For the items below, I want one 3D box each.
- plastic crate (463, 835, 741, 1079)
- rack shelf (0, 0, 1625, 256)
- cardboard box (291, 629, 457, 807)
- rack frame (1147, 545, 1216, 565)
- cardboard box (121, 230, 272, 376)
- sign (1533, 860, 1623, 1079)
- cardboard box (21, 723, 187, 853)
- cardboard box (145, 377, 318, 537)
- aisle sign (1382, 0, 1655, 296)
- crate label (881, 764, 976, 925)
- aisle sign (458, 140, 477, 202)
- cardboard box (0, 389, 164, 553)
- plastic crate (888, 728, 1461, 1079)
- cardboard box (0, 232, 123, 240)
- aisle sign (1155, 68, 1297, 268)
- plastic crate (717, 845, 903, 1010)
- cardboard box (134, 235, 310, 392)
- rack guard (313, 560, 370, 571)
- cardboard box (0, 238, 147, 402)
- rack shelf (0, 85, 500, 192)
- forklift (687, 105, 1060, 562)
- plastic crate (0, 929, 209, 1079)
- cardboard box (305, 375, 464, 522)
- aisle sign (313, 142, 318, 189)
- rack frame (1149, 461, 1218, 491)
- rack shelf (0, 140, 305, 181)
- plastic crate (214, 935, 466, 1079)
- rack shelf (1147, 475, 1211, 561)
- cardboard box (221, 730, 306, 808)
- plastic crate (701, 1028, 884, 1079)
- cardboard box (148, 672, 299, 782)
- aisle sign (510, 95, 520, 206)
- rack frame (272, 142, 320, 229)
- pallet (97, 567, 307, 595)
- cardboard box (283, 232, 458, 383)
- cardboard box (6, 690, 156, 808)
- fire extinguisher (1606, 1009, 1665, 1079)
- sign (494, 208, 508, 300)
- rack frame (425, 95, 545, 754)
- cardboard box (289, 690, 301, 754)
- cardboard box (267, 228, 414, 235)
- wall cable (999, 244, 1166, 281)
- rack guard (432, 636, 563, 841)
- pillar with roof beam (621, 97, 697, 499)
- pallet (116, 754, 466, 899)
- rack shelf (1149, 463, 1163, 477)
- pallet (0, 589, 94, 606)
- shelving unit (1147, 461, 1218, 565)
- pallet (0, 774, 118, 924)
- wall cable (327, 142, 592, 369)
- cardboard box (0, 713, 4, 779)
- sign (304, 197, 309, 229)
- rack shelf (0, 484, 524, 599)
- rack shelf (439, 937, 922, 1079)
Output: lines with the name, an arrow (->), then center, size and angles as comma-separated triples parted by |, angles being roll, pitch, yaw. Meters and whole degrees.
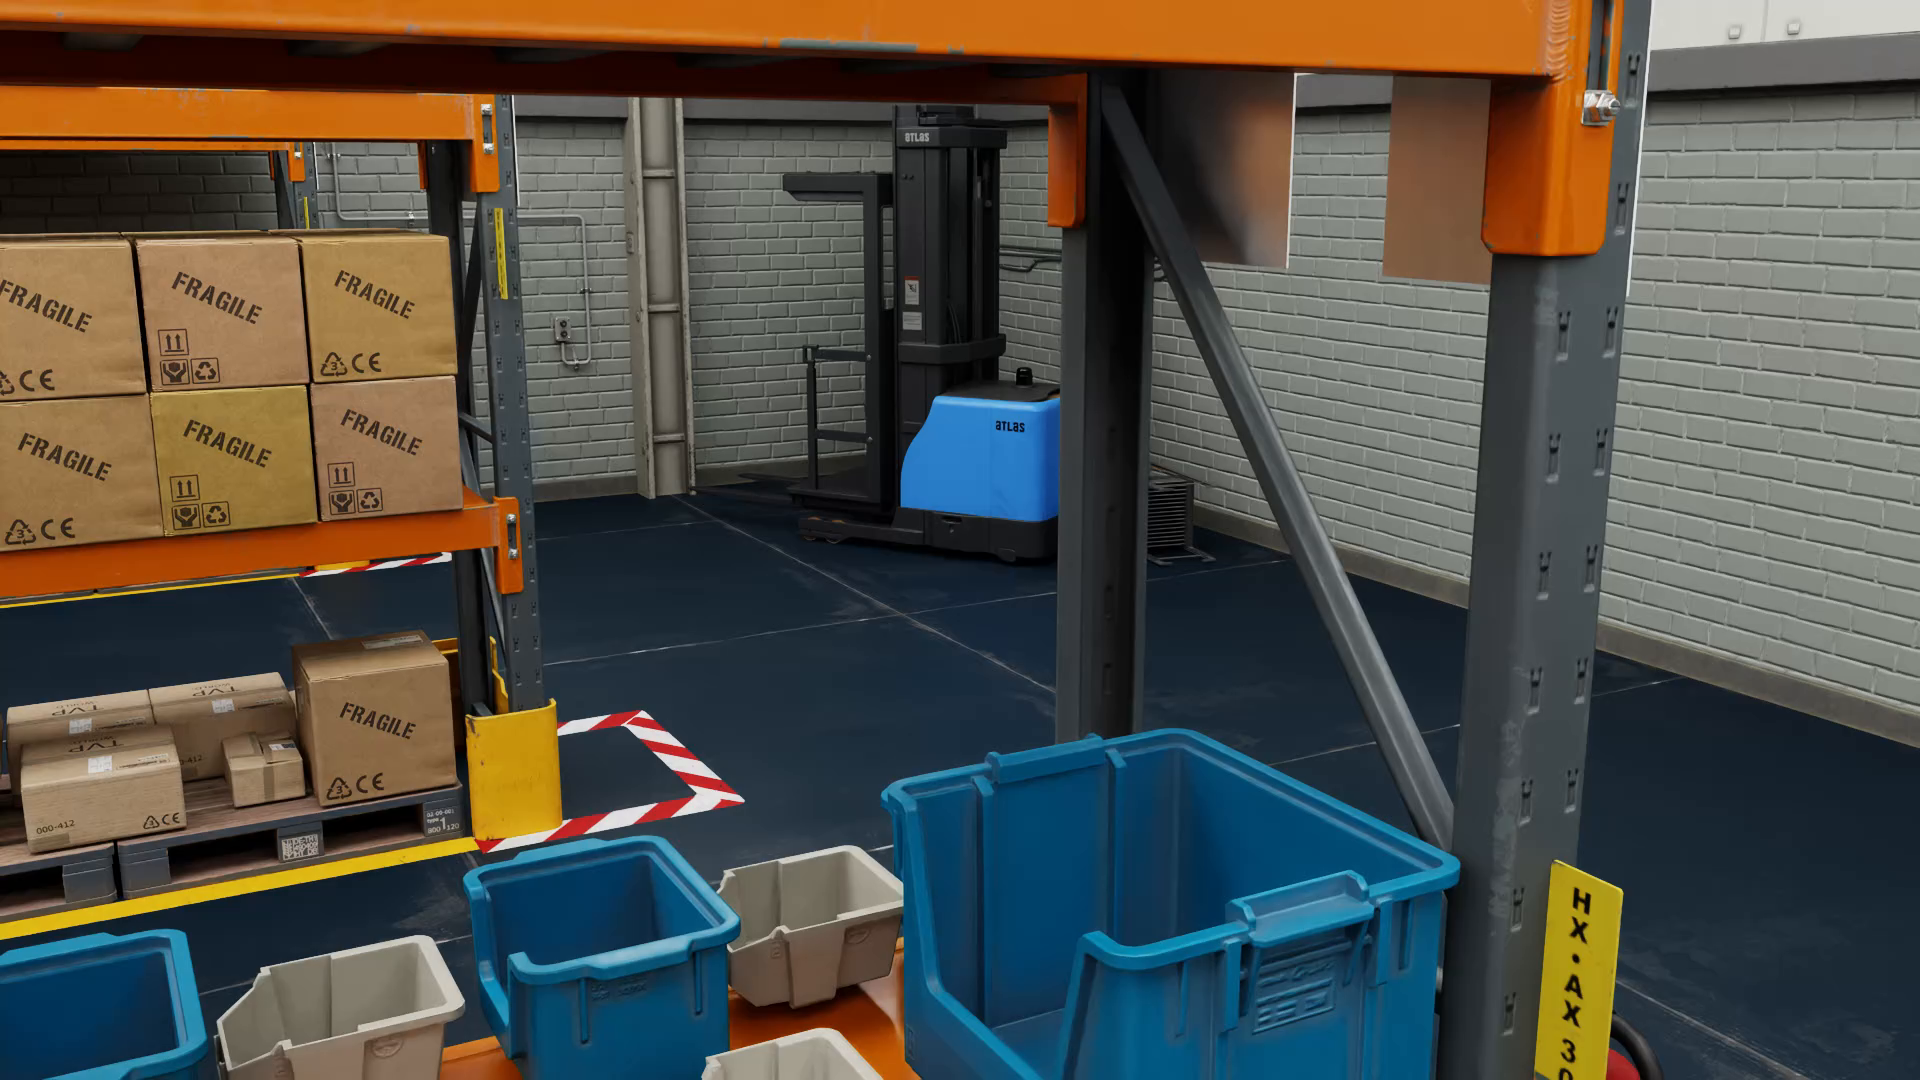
plastic crate -> -0.500, 0.607, 2.323 | 0.300, 0.233, 0.416 | -7, 14, -28
rack shelf -> -1.304, -0.379, 1.267 | 4.000, 0.370, 1.077 | -7, 14, -28
cardboard box -> -2.277, 0.678, 6.457 | 0.500, 0.500, 0.500 | -7, 14, -28
rack frame -> 1.152, -0.066, 11.824 | 0.400, 0.015, 2.100 | -4, 13, -18
cardboard box -> -2.889, -0.916, 6.342 | 0.500, 0.500, 0.500 | -7, 14, -27
sign -> 0.730, 0.548, 1.971 | 0.005, 0.325, 0.100 | -7, 14, -28
cardboard box -> -3.126, 0.894, 6.066 | 0.500, 0.250, 0.500 | -7, 14, -28
cardboard box -> -2.635, -0.326, 5.997 | 0.500, 0.500, 0.500 | -7, 14, -27
aisle sign -> 0.655, -0.696, 1.950 | 0.004, 0.787, 0.394 | -7, 14, -28
crate label -> 0.077, 0.538, 2.631 | 0.303, 0.233, 0.416 | -7, 14, -28
aisle sign -> -1.999, -1.764, 6.694 | 0.004, 0.787, 0.394 | -7, 14, -28
cardboard box -> -3.075, -0.274, 5.768 | 0.500, 0.500, 0.500 | -7, 14, -27
plastic crate -> 0.247, 0.548, 2.125 | 0.499, 0.435, 0.616 | -7, 14, -28
cardboard box -> -3.331, -0.864, 6.113 | 0.500, 0.500, 0.500 | -7, 14, -27
aisle sign -> 0.373, -0.810, 2.455 | 0.004, 0.787, 0.394 | -7, 14, -28
plastic crate -> -0.244, 0.603, 2.562 | 0.298, 0.136, 0.250 | -7, 14, -28
cardboard box -> -2.620, -0.815, 5.895 | 0.500, 0.500, 0.500 | -6, 14, -26
rack guard -> -4.274, -0.169, 11.222 | 0.348, 0.500, 1.175 | -7, 14, -28
cardboard box -> -3.073, -0.760, 5.648 | 0.500, 0.500, 0.500 | -6, 14, -26
rack shelf -> -3.674, -1.334, 5.510 | 4.000, 0.370, 1.077 | -7, 14, -28
forklift -> -0.541, -1.497, 11.587 | 3.031, 2.935, 1.130 | 7, 15, 29
plastic crate -> -1.078, 0.677, 2.015 | 0.300, 0.233, 0.416 | -7, 14, -28
cardboard box -> -2.181, -0.381, 6.242 | 0.500, 0.500, 0.500 | -6, 14, -26
aisle sign -> -4.088, -2.604, 10.427 | 0.004, 0.787, 0.394 | -7, 14, -28
rack frame -> 1.151, -0.543, 11.721 | 0.400, 0.015, 2.100 | -4, 13, -18
rack shelf -> -6.051, -2.288, 9.751 | 4.000, 0.370, 1.077 | -7, 14, -28
plastic crate -> -0.839, 0.674, 2.245 | 0.298, 0.136, 0.250 | -7, 14, -28
rack shelf -> 1.380, -0.163, 11.112 | 0.431, 0.480, 0.518 | -4, 13, -18
cardboard box -> -2.676, 0.866, 6.381 | 0.250, 0.166, 0.380 | -7, 14, -28
plastic crate -> -0.177, 0.743, 1.938 | 0.243, 0.136, 0.396 | -7, 14, -28
cardboard box -> -2.970, 0.750, 6.704 | 0.500, 0.250, 0.500 | -7, 14, -28
aisle sign -> -1.712, -1.648, 6.180 | 0.004, 0.787, 0.394 | -7, 14, -28
rack frame -> -4.295, -1.386, 10.936 | 0.127, 3.000, 1.000 | -7, 14, -28
pallet -> -4.959, 0.074, 10.801 | 1.213, 0.211, 1.003 | -7, 14, -28
cardboard box -> -2.177, -0.869, 6.131 | 0.500, 0.500, 0.500 | -7, 14, -28
cardboard box -> -3.409, 0.803, 6.471 | 0.500, 0.250, 0.500 | -7, 14, -28
fire extinguisher -> 0.802, 0.815, 2.183 | 0.183, 0.674, 0.296 | -7, 14, -28
sign -> -1.670, -1.042, 6.049 | 0.005, 0.325, 0.100 | -7, 14, -28
rack frame -> -1.918, -0.432, 6.696 | 0.127, 3.000, 1.000 | -7, 14, -28
cardboard box -> -2.670, 0.740, 6.940 | 0.250, 0.166, 0.380 | -7, 14, -28
cardboard box -> -2.434, -0.972, 6.593 | 0.500, 0.500, 0.500 | -6, 14, -26
wall cable -> 0.841, -3.324, 12.956 | 0.112, 2.526, 3.097 | -7, 14, -28
rack guard -> -1.985, 0.796, 6.935 | 0.348, 0.500, 1.175 | -7, 14, -28
pillar with roof beam -> -0.277, -3.934, 8.594 | 0.400, 9.000, 9.100 | -7, 14, -28
pallet -> -2.684, 1.021, 6.593 | 1.213, 0.211, 1.003 | -7, 14, -28
rack shelf -> 1.156, -0.302, 11.760 | 0.431, 0.480, 0.518 | -4, 13, -18
pallet -> -6.029, 0.201, 10.235 | 1.213, 0.211, 1.003 | -7, 14, -28
shelving unit -> 1.151, -0.305, 11.773 | 0.431, 0.503, 2.100 | -4, 13, -18
pallet -> -3.754, 1.148, 6.027 | 1.213, 0.211, 1.003 | -7, 14, -28
wall cable -> -3.624, -2.199, 12.233 | 1.851, 1.984, 0.084 | -7, 14, -28
cardboard box -> -3.783, 0.794, 5.934 | 0.637, 0.503, 0.797 | -7, 14, -28
sign -> -4.047, -1.960, 10.312 | 0.005, 0.325, 0.100 | -7, 14, -28
rack shelf -> -3.674, 0.130, 5.840 | 4.000, 0.370, 1.077 | -7, 14, -28
rack shelf -> -1.304, 1.085, 1.596 | 4.000, 0.370, 1.077 | -7, 14, -28
